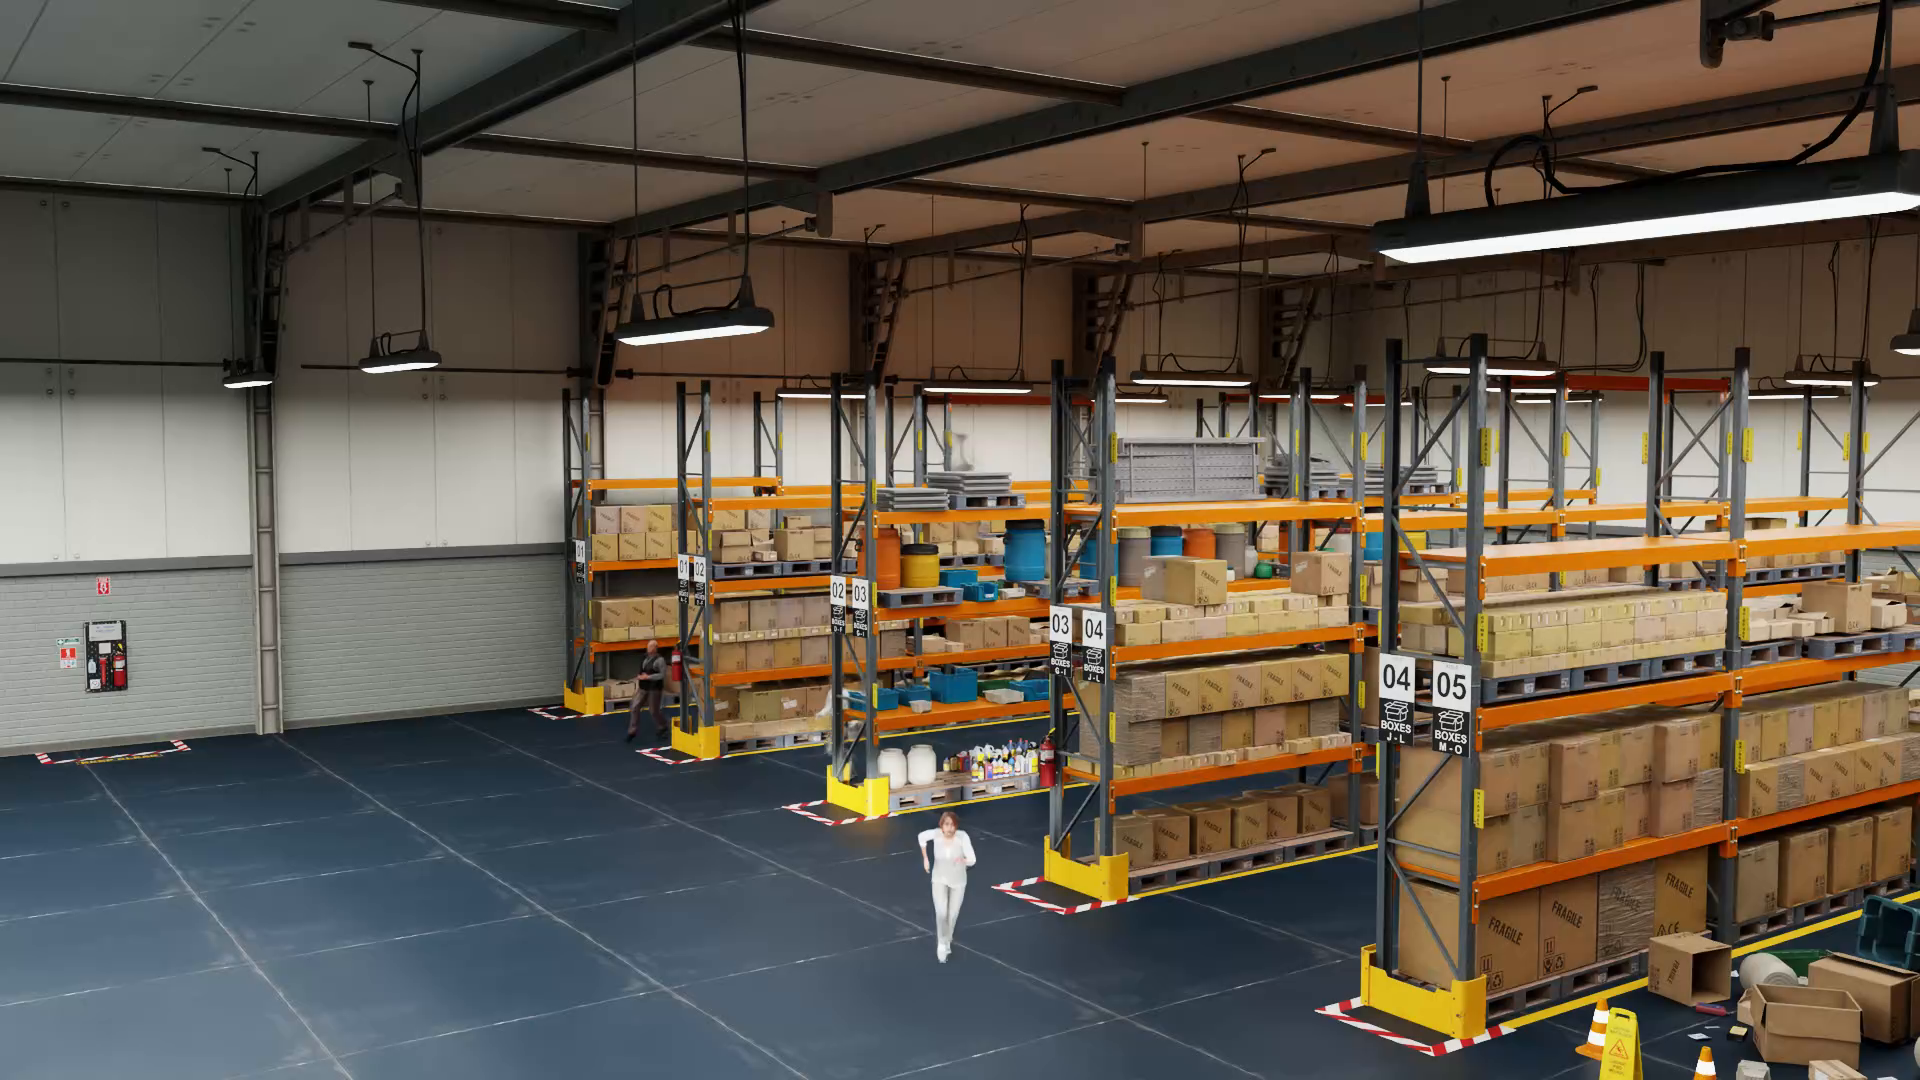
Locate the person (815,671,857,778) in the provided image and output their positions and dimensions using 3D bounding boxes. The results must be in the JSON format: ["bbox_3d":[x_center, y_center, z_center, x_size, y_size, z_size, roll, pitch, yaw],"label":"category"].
[{"bbox_3d":[-1.793,2.749,24.615,0.729,1.651,0.634,-3,5,-35],"label":"person"}]

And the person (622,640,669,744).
[{"bbox_3d":[-5.162,2.525,27.884,0.658,1.723,0.898,3,4,35],"label":"person"}]

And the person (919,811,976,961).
[{"bbox_3d":[-0.125,3.341,16.124,0.526,1.523,0.823,0,4,-6],"label":"person"}]
